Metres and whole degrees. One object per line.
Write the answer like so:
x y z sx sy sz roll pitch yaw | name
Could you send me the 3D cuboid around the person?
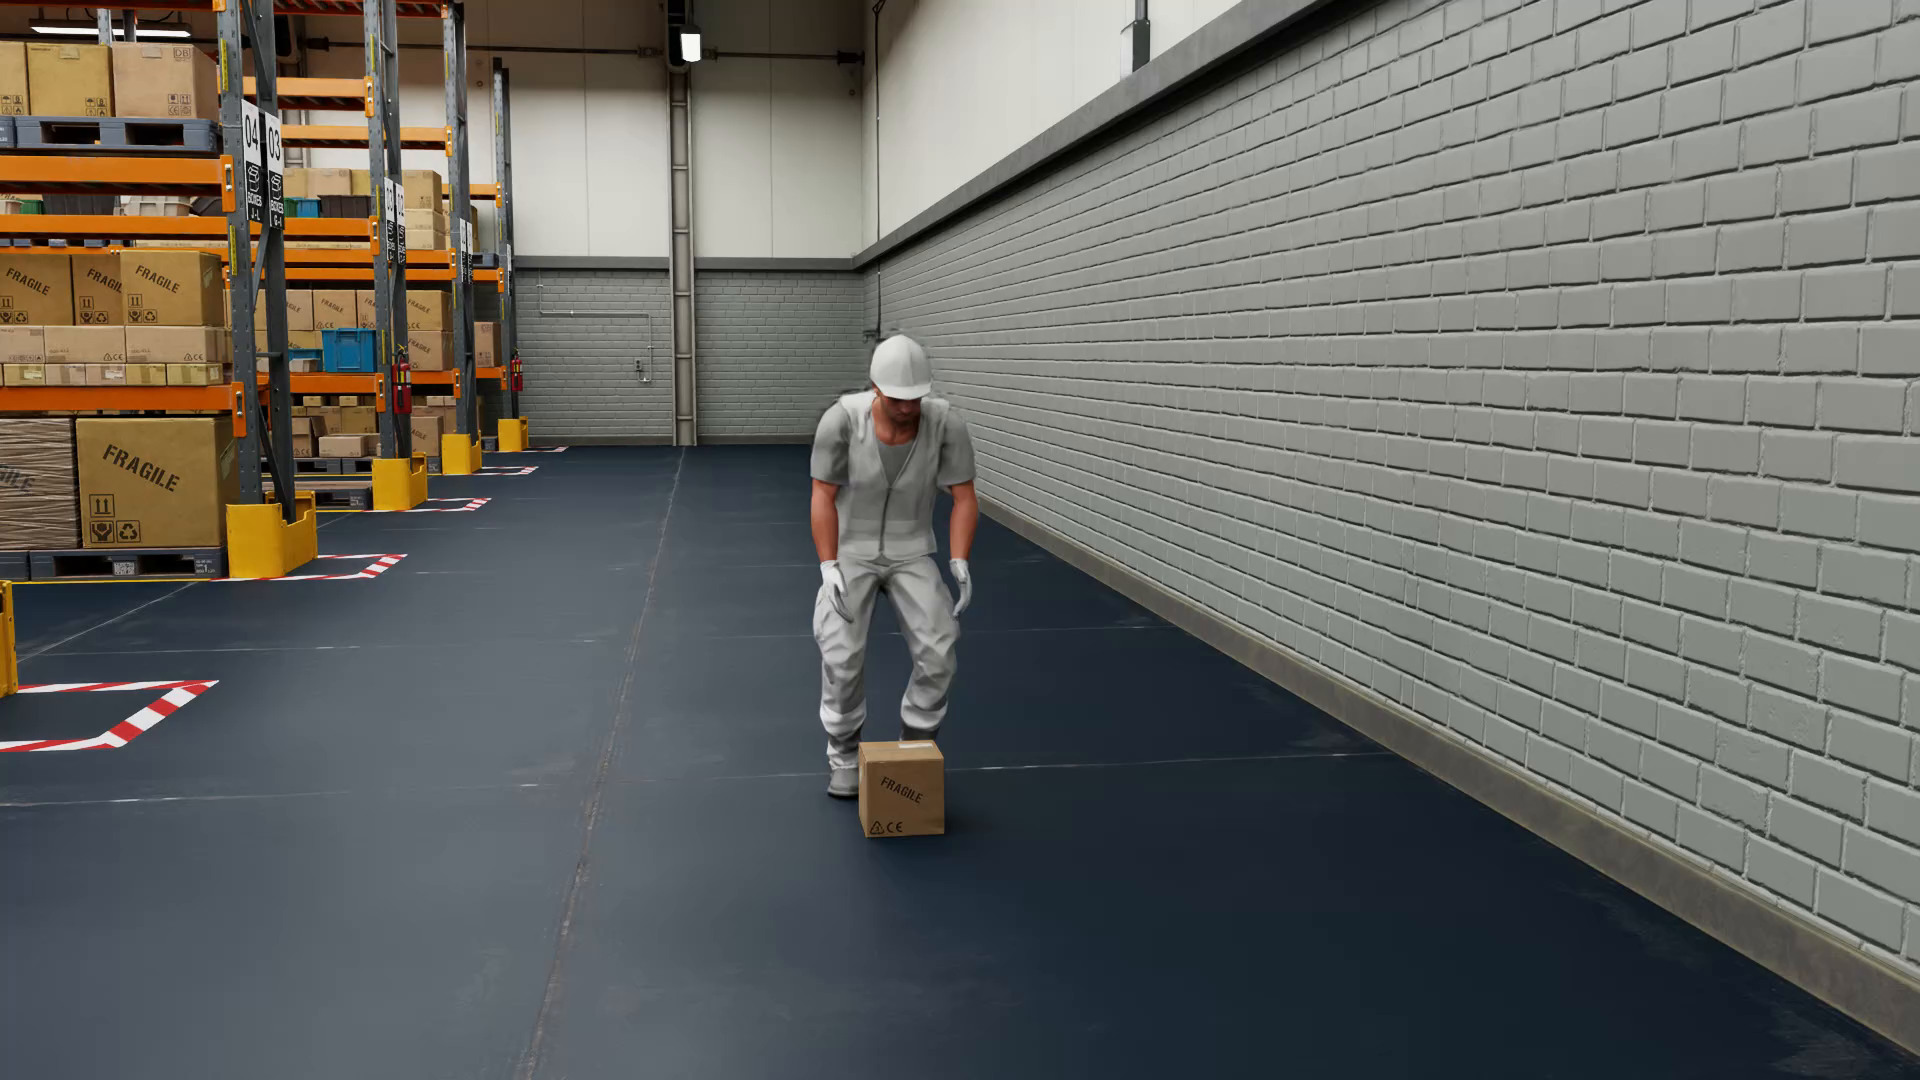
-0.226 0.093 5.719 0.575 1.580 0.647 -1 6 -8 | person
